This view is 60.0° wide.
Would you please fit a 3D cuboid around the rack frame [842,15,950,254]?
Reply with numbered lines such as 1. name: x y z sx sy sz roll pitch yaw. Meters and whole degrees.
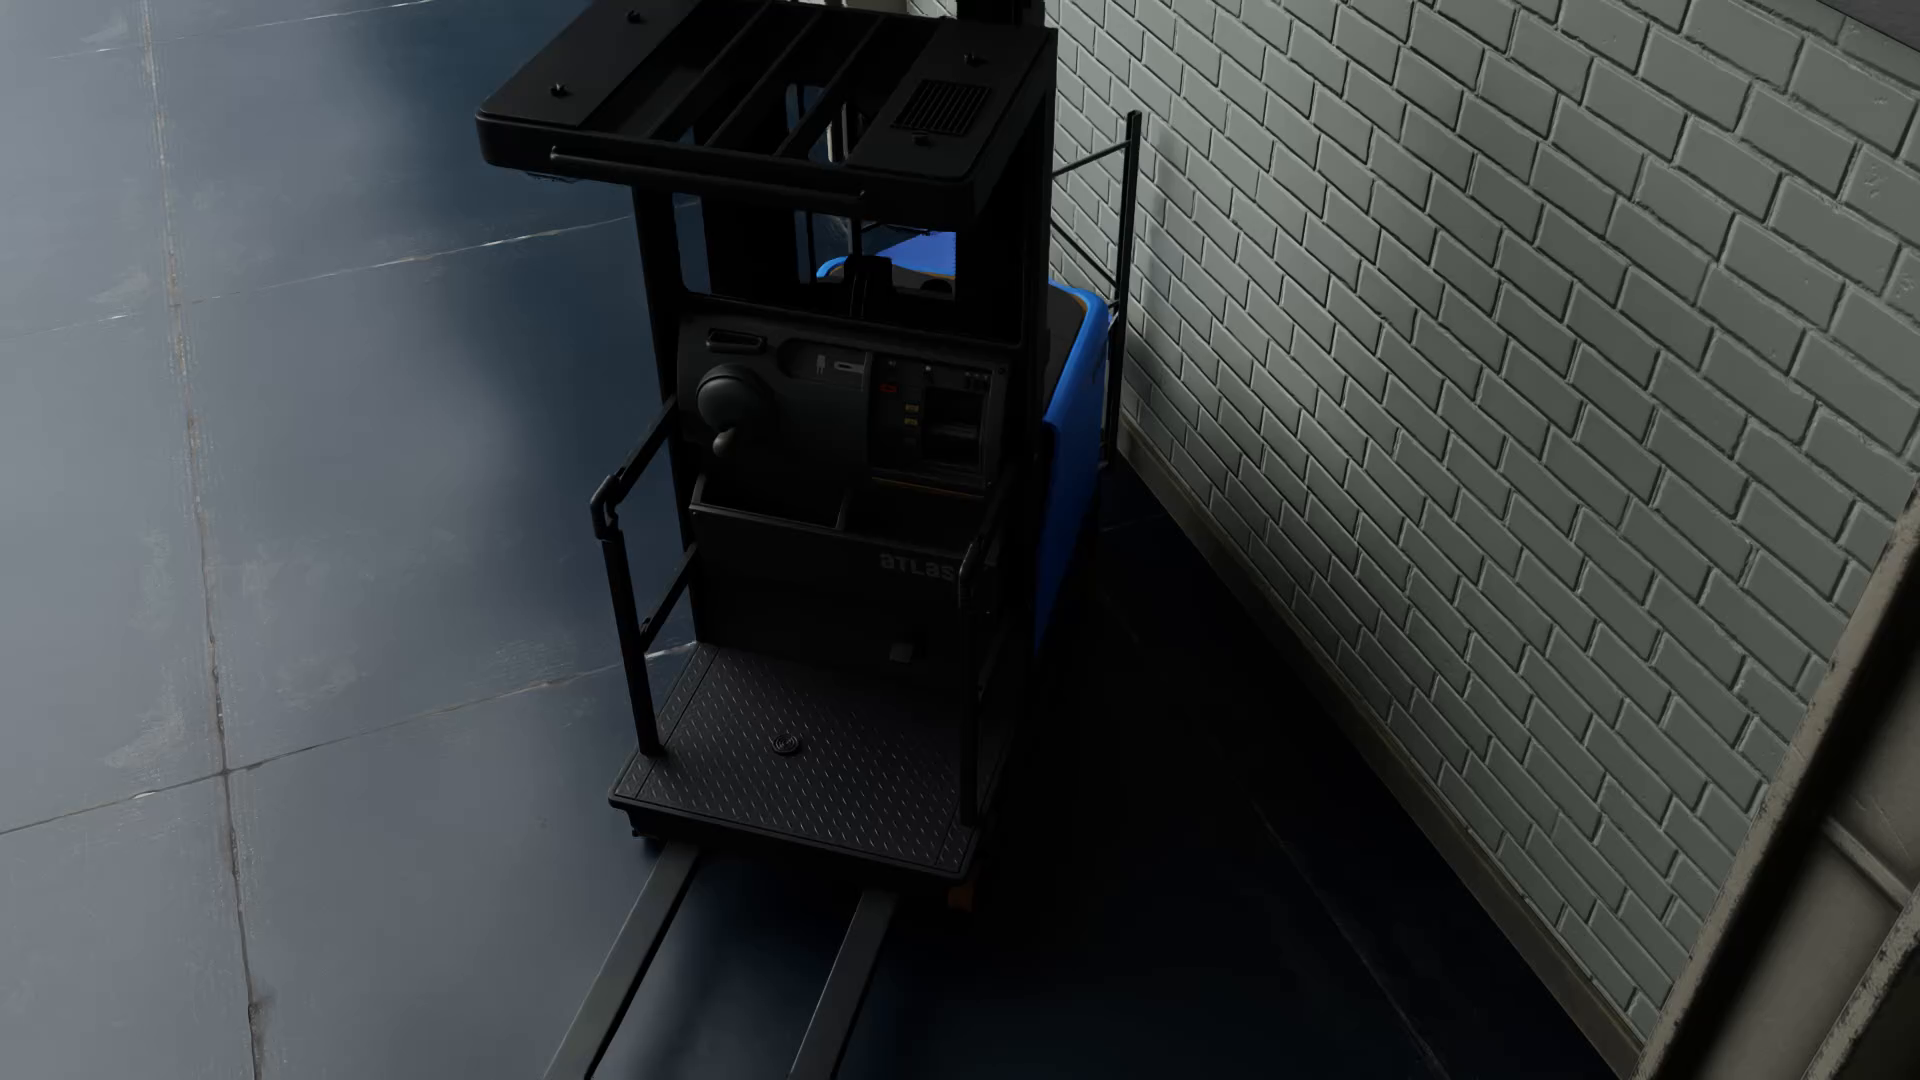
1. rack frame: -0.236 -1.291 6.601 0.500 1.500 0.032 -29 48 -29

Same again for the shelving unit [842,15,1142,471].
1. shelving unit: 0.090 -1.037 6.306 0.538 1.500 1.048 -29 48 -29

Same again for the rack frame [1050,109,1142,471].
1. rack frame: 0.417 -0.783 6.011 0.500 1.500 0.032 -29 48 -29

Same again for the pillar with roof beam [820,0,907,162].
1. pillar with roof beam: -4.435 -4.222 4.258 9.100 9.000 0.400 -15 43 -17

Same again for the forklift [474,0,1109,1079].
1. forklift: -0.380 -0.293 4.342 1.130 2.935 3.031 10 42 12

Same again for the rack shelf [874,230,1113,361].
1. rack shelf: 0.090 -0.901 6.423 0.538 0.185 1.000 -29 48 -29
